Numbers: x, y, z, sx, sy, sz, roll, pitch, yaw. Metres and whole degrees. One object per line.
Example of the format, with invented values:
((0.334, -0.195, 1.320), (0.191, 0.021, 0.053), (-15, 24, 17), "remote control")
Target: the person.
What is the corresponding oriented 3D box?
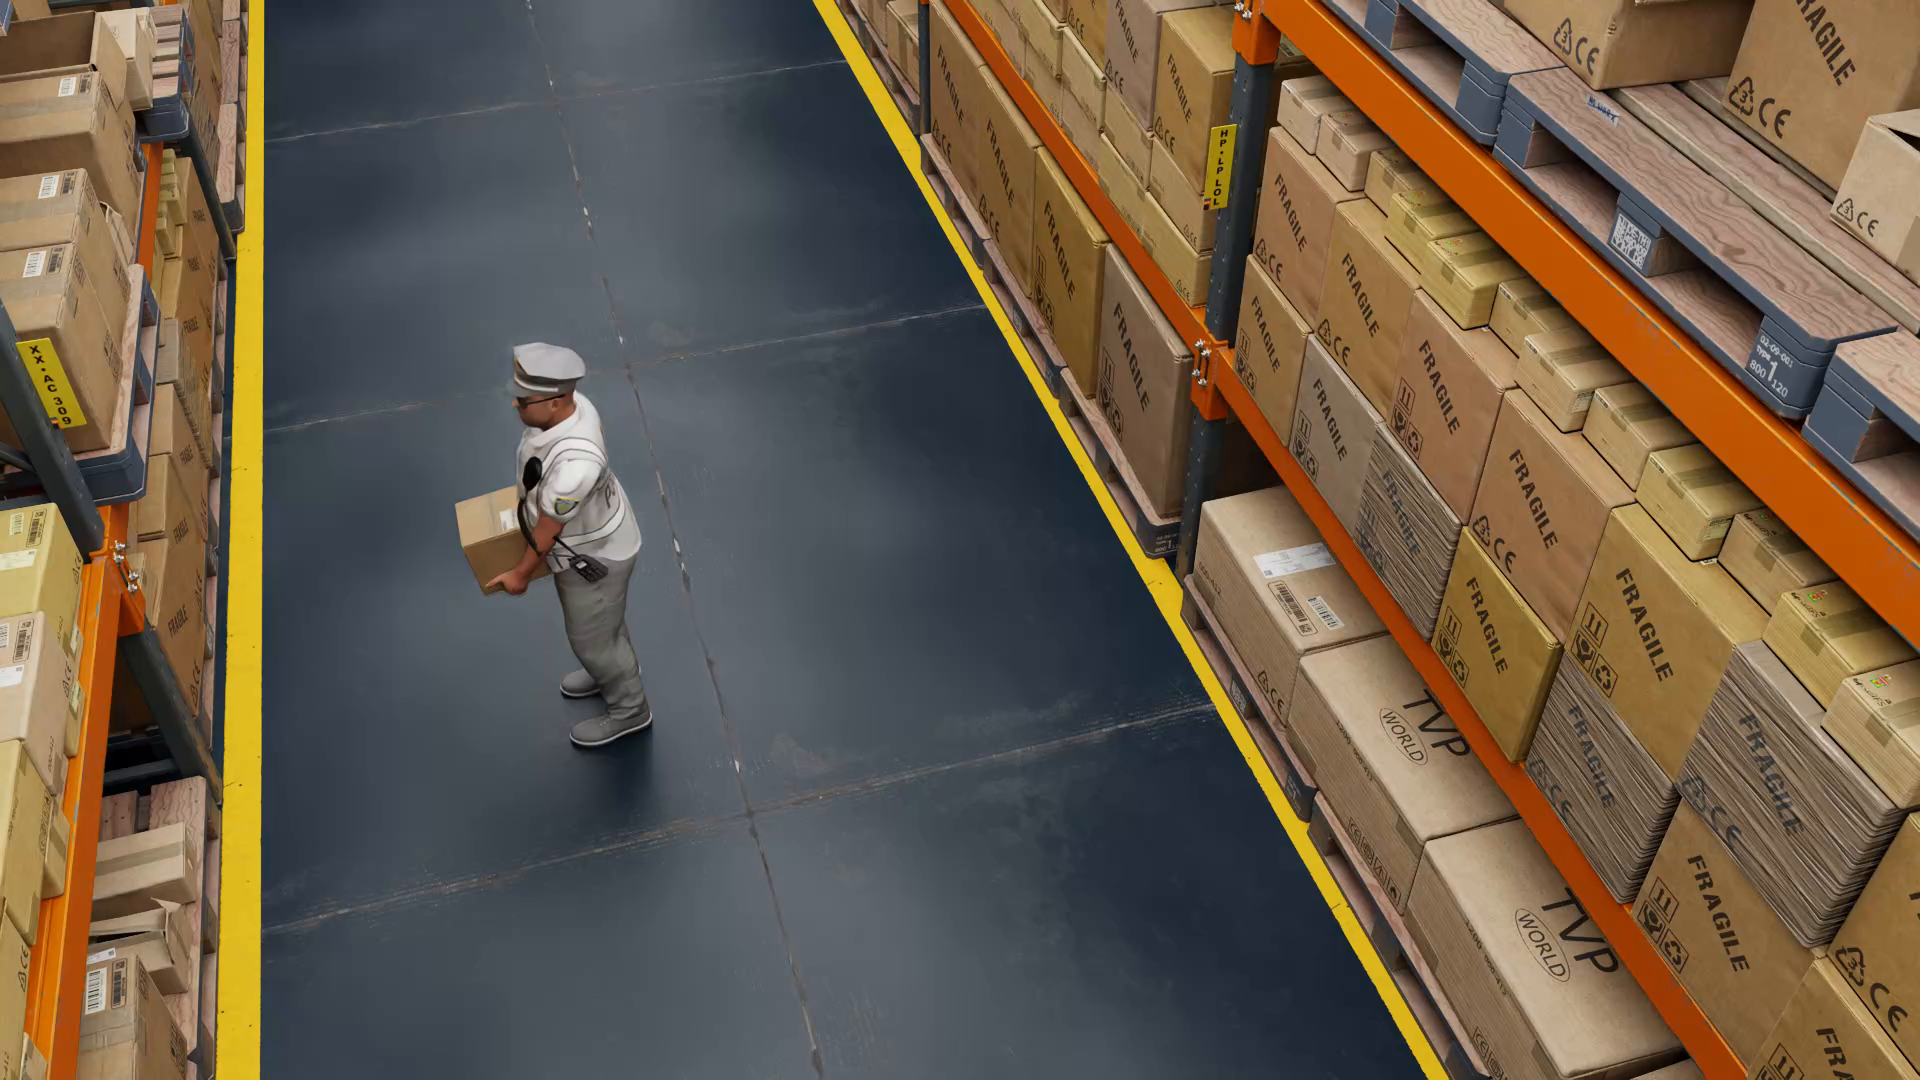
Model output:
((-1.462, 0.038, 6.105), (0.572, 1.770, 0.490), (-12, 43, -13), "person")
